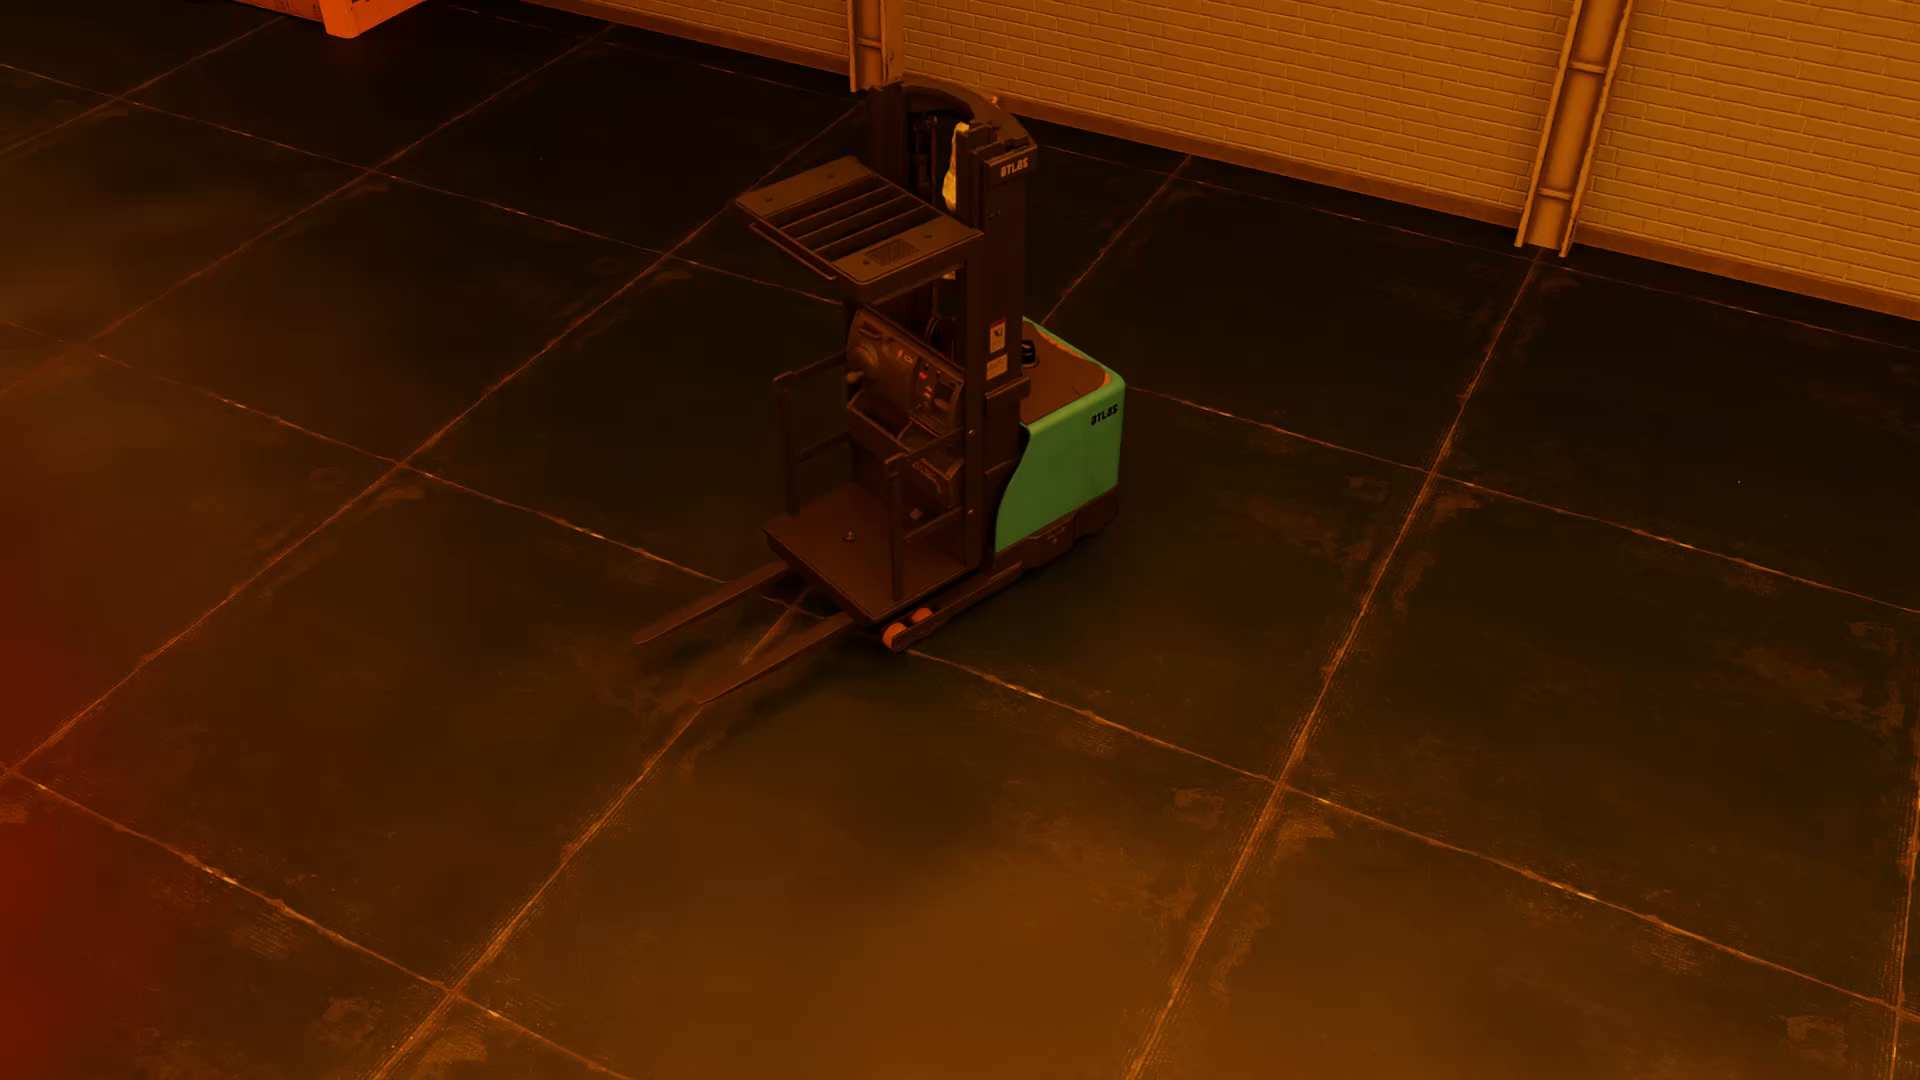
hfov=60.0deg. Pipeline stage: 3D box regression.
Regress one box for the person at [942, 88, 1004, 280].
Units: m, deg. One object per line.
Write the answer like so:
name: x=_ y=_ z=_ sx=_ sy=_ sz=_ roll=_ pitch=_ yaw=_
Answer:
person: x=0.211 y=-2.522 z=12.047 sx=0.761 sy=1.562 sz=0.795 roll=-18 pitch=43 yaw=-20

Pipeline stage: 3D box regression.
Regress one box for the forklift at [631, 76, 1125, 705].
forklift: x=-0.465 y=-0.867 z=9.016 sx=3.031 sy=2.935 sz=1.130 roll=-29 pitch=48 yaw=-30
